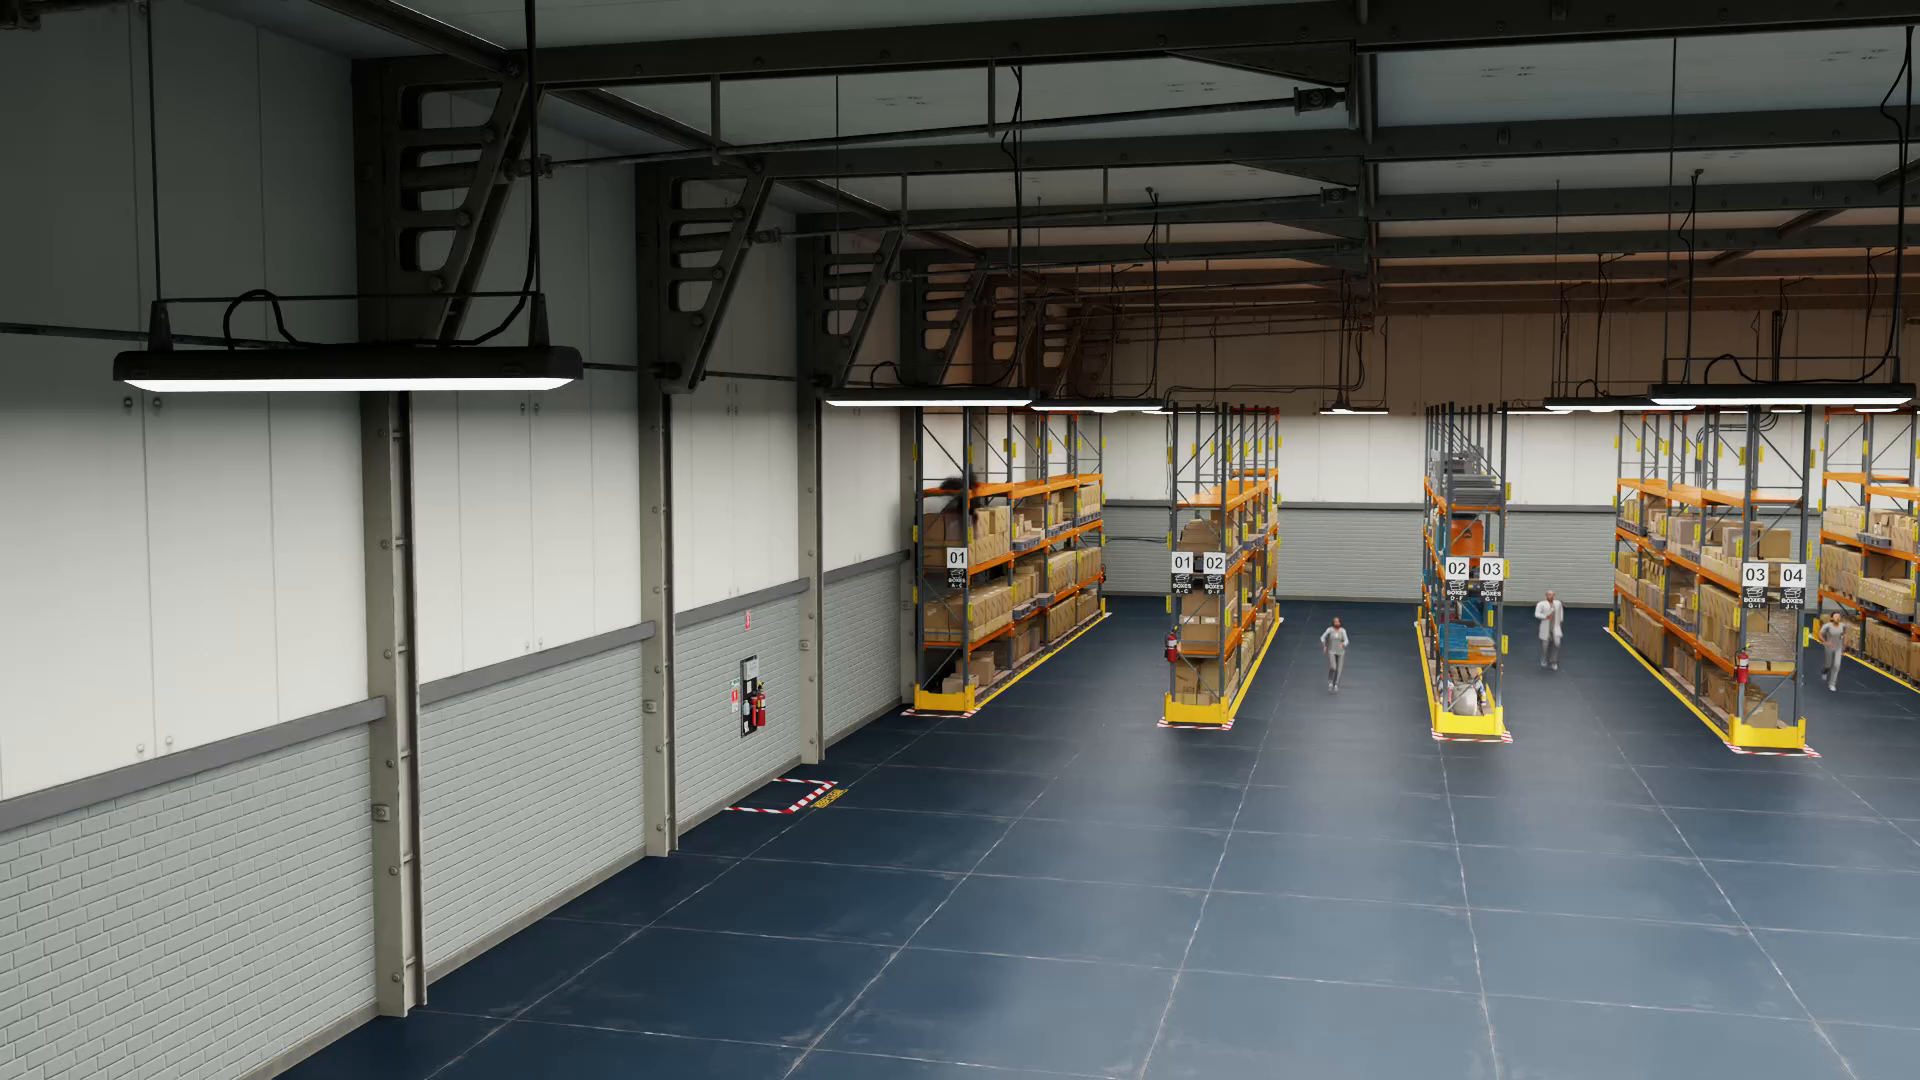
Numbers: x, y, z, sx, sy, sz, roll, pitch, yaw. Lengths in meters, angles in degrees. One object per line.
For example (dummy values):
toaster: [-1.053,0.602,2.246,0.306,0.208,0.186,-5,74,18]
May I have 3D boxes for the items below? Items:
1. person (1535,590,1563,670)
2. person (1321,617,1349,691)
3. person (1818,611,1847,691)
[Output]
person: [13.400,2.053,37.802,0.699,1.840,0.814,0,4,5]
person: [7.800,2.386,34.536,0.519,1.545,0.624,0,4,2]
person: [18.438,2.315,35.129,0.589,1.658,0.888,1,4,10]
